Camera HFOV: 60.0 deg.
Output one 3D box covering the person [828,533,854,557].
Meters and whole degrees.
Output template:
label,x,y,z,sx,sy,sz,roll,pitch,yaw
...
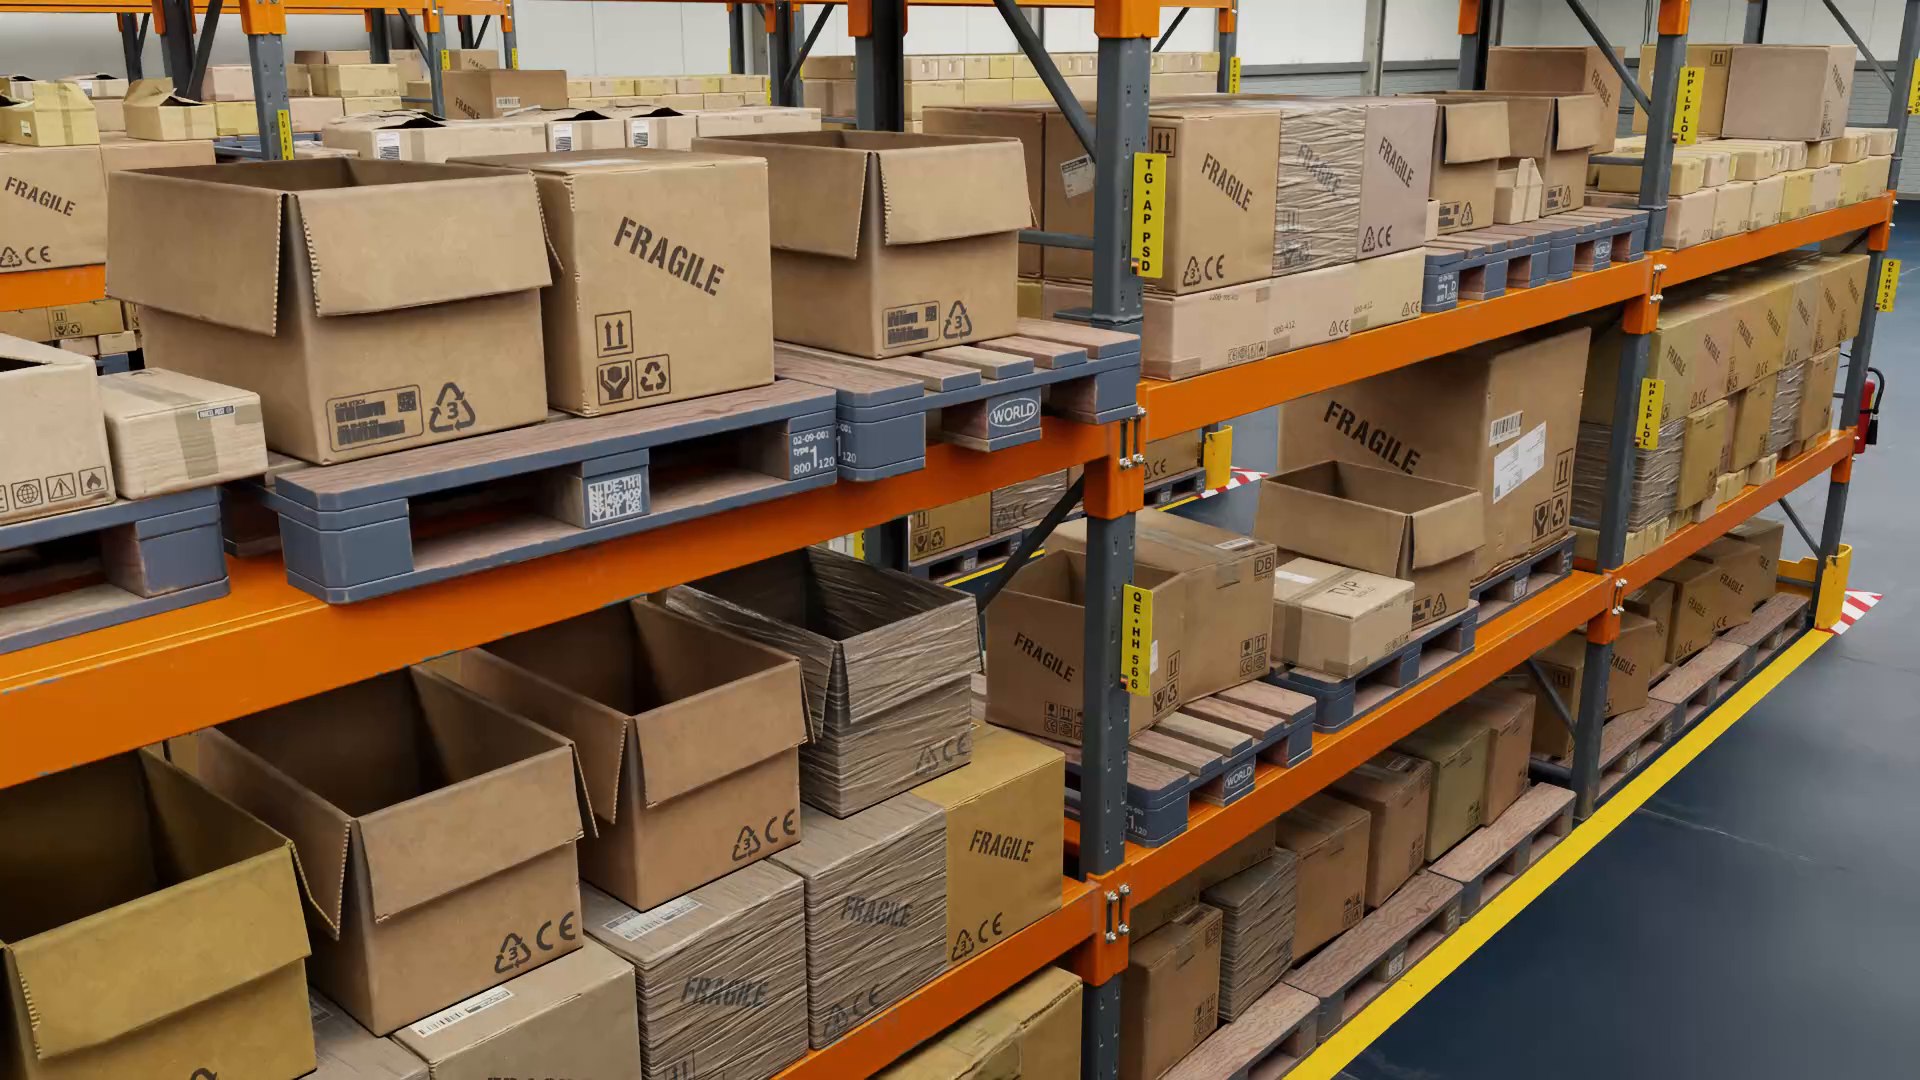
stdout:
label,x,y,z,sx,sy,sz,roll,pitch,yaw
person,-0.575,0.153,9.474,0.497,1.705,0.399,12,21,35
